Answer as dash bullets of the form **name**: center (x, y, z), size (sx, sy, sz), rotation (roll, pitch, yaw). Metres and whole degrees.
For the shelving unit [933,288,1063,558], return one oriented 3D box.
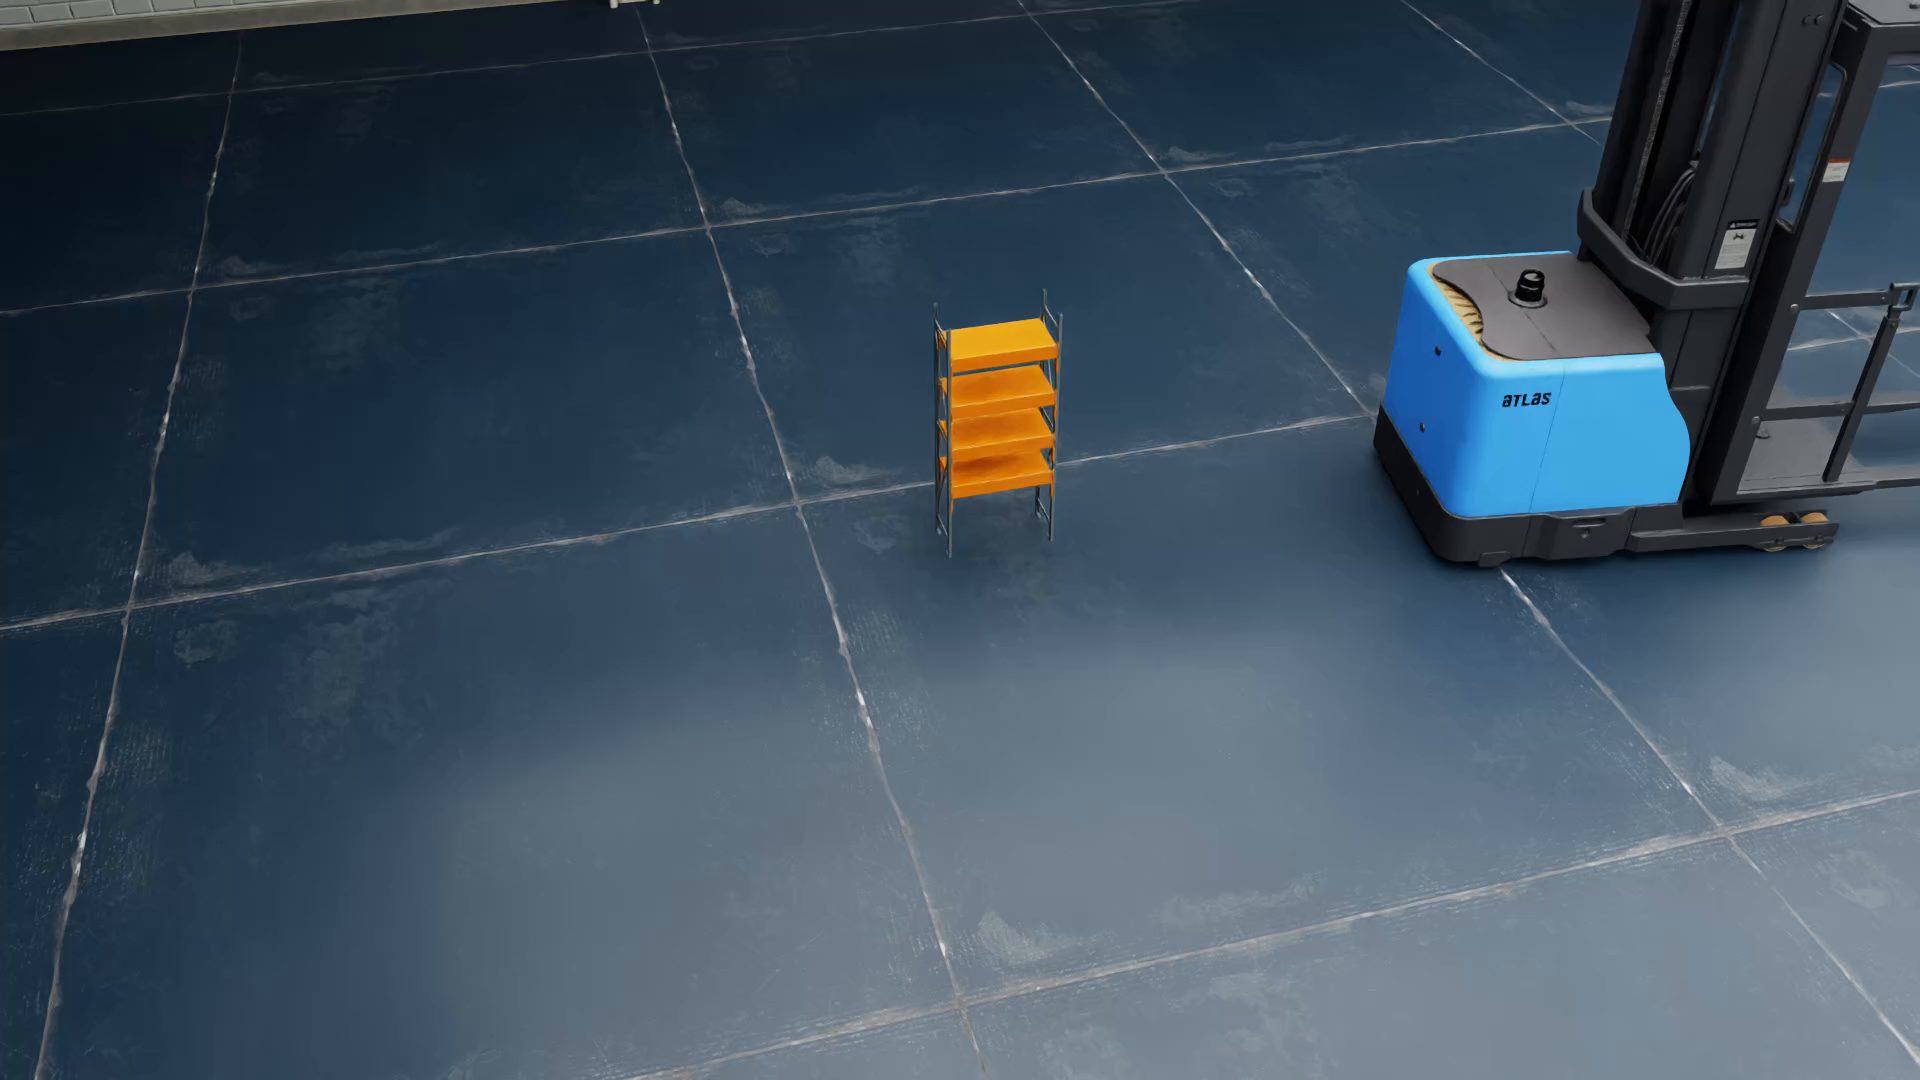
- **shelving unit**: center (0.160, -0.503, 7.420), size (0.503, 1.200, 0.258), rotation (-9, 38, -12)

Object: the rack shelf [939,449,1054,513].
- **rack shelf**: center (0.160, -0.292, 7.581), size (0.480, 0.148, 0.258), rotation (-9, 38, -12)

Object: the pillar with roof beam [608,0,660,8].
- **pillar with roof beam**: center (-1.527, -5.434, 7.448), size (0.400, 9.000, 9.100), rotation (-9, 38, -12)

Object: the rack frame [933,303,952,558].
- **rack frame**: center (-0.076, -0.464, 7.369), size (0.015, 1.200, 0.240), rotation (-9, 38, -12)

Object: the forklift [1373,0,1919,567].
- **forklift**: center (3.605, -1.427, 7.203), size (3.031, 2.935, 1.130), rotation (-4, 38, -5)

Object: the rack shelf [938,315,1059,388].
- **rack shelf**: center (0.160, -0.815, 7.181), size (0.480, 0.148, 0.258), rotation (-9, 38, -12)

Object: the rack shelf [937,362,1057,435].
- **rack shelf**: center (0.160, -0.627, 7.325), size (0.480, 0.148, 0.258), rotation (-9, 38, -12)

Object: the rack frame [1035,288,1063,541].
- **rack frame**: center (0.395, -0.541, 7.470), size (0.015, 1.200, 0.240), rotation (-9, 38, -12)

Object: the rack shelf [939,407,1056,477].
- **rack shelf**: center (0.160, -0.449, 7.461), size (0.480, 0.148, 0.258), rotation (-9, 38, -12)
